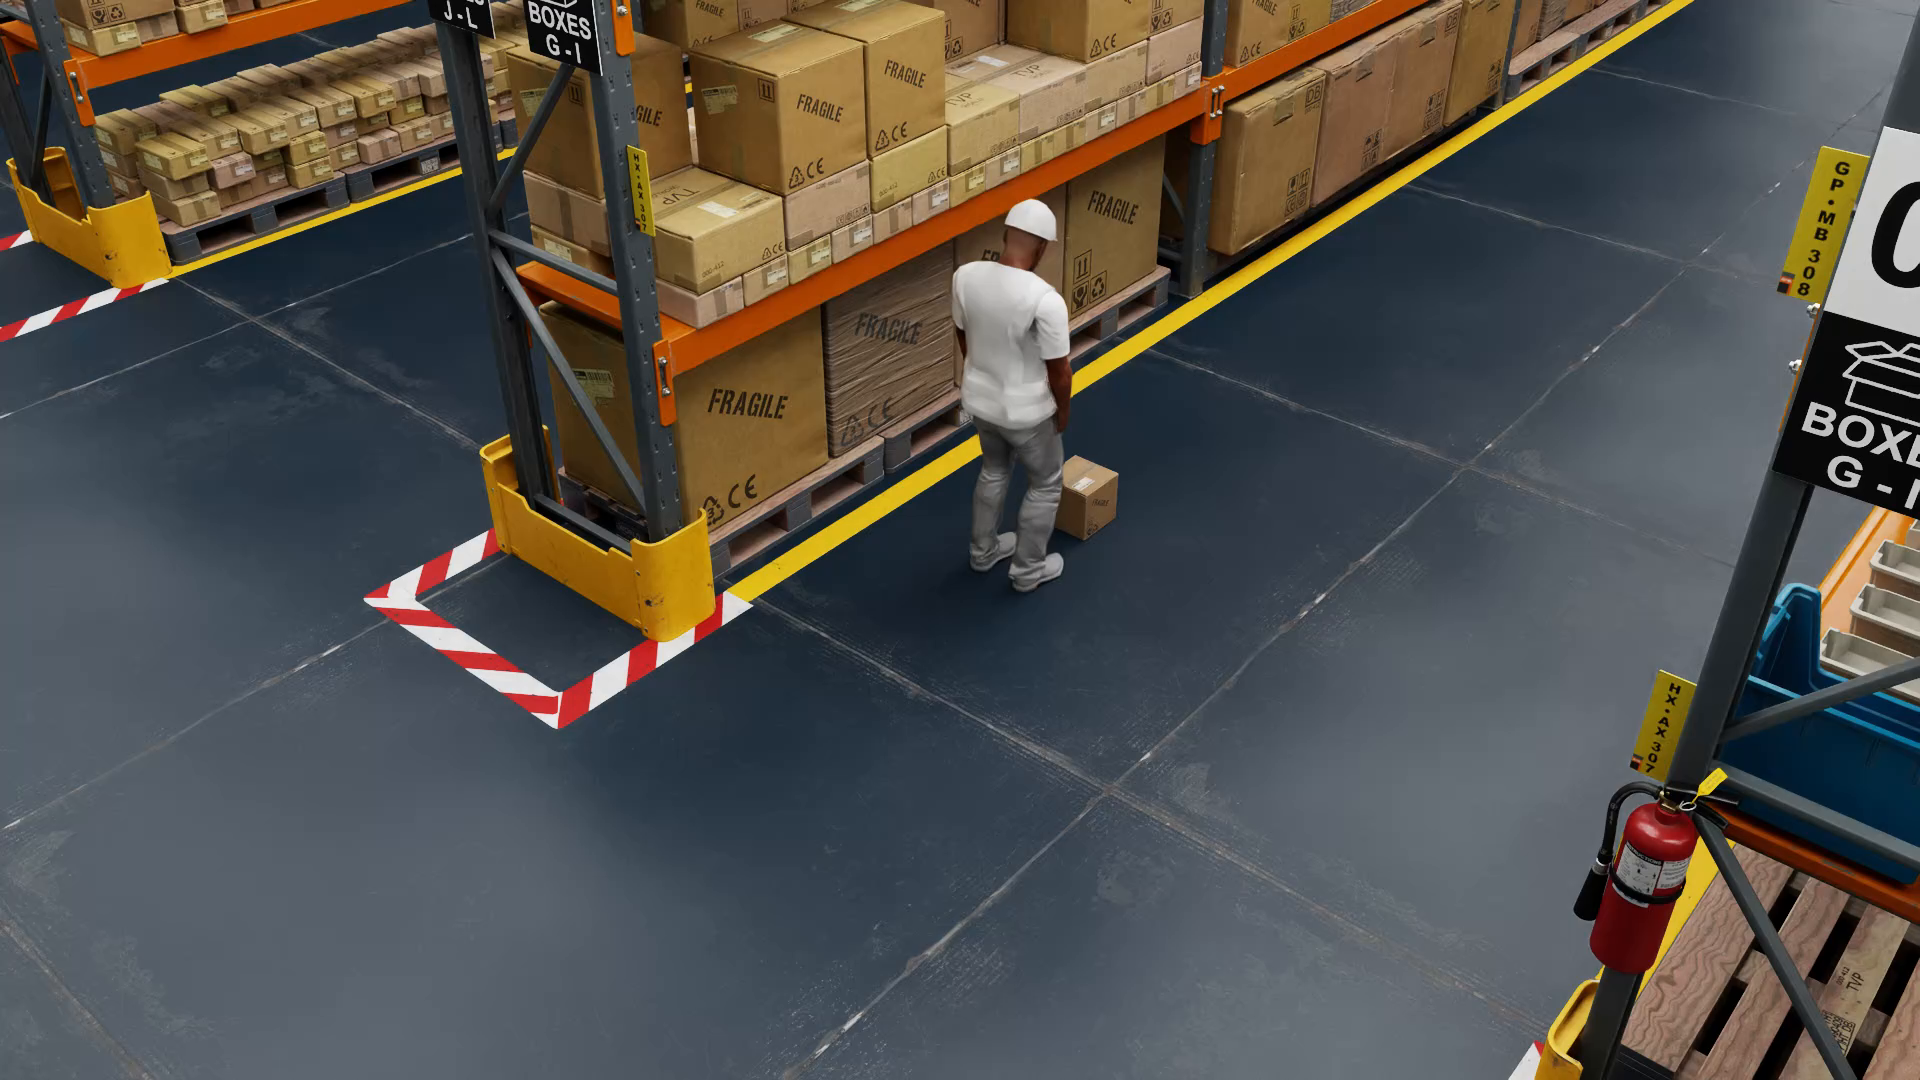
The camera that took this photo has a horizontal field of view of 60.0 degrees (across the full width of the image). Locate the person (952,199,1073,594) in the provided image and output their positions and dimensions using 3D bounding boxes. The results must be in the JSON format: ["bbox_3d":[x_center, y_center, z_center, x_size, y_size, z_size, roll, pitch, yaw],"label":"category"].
[{"bbox_3d":[0.231,-0.600,7.024,0.588,1.725,0.437,27,43,33],"label":"person"}]
